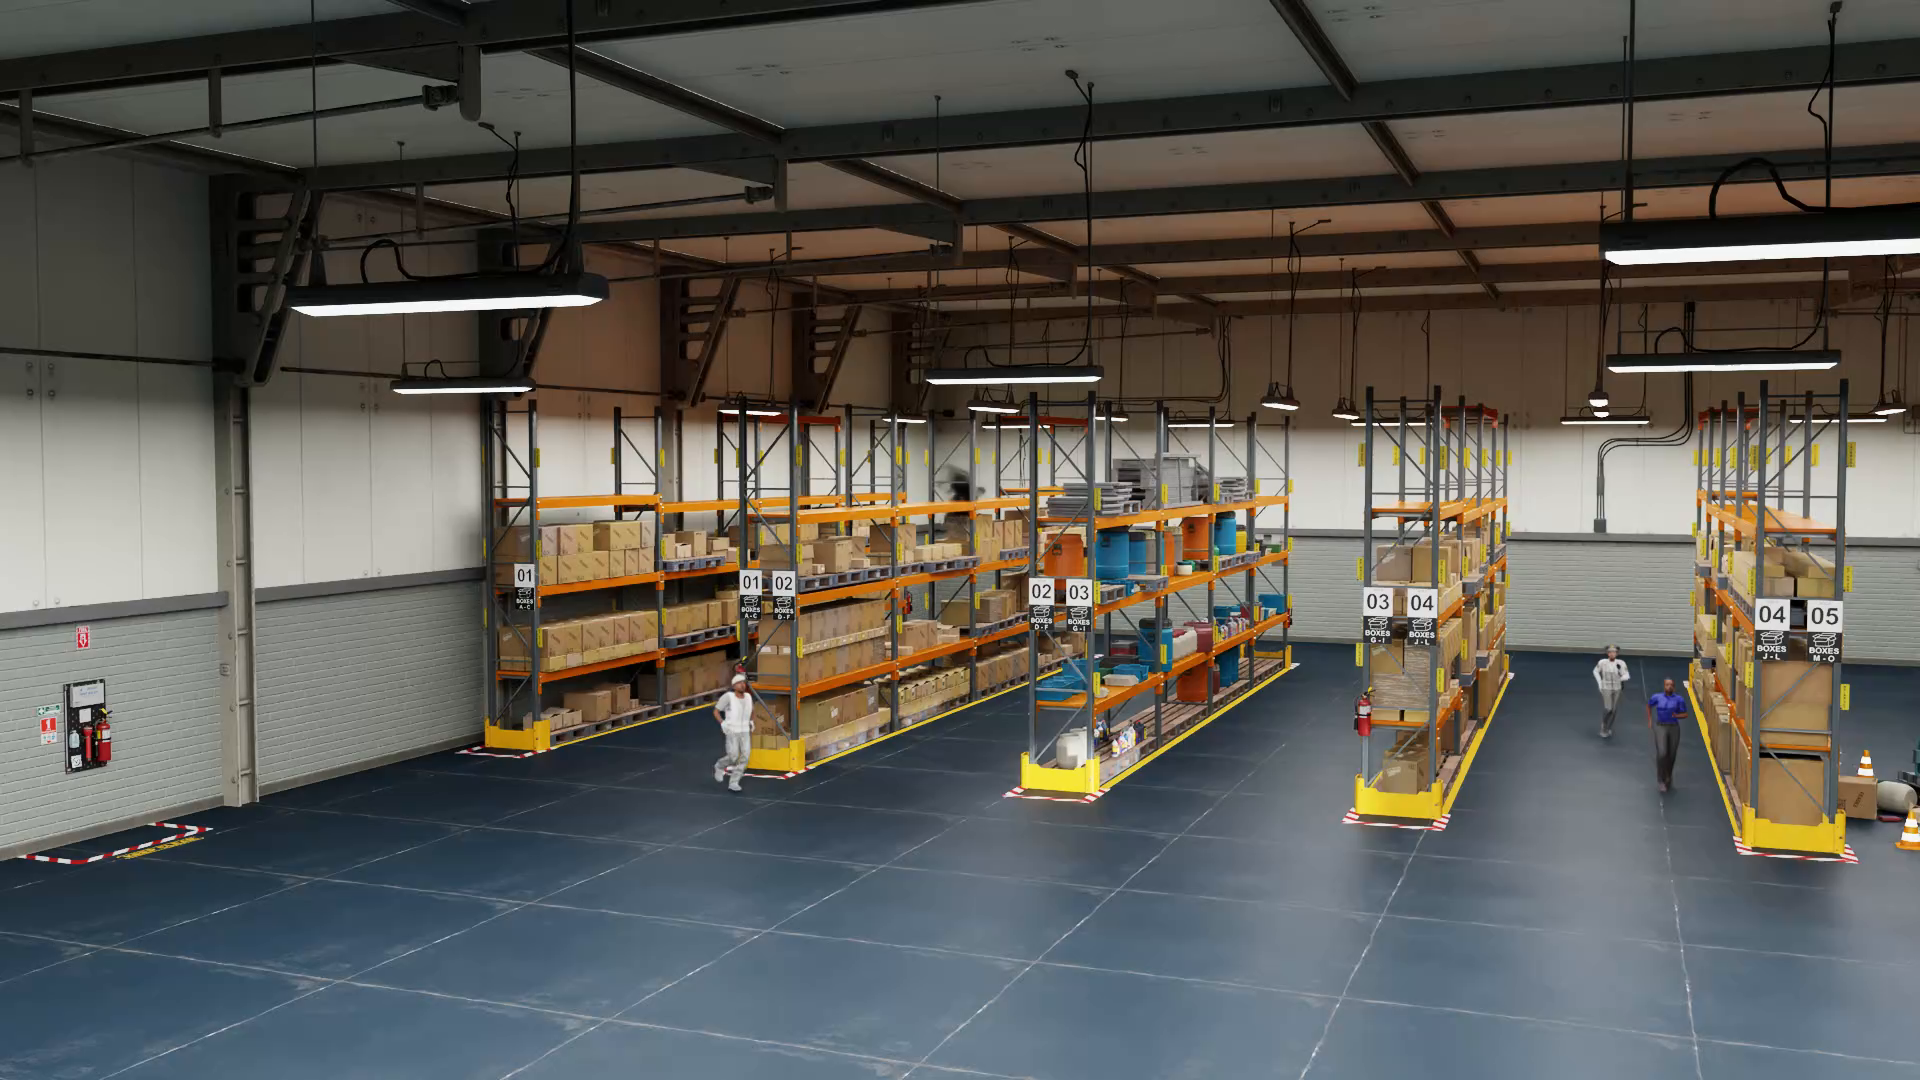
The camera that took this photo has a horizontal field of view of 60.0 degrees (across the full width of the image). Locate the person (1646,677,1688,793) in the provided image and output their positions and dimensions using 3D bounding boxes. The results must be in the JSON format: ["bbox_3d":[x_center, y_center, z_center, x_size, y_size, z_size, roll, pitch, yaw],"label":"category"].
[{"bbox_3d":[10.695,2.933,25.156,0.547,1.718,0.777,1,3,13],"label":"person"}]

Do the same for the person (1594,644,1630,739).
[{"bbox_3d":[11.646,2.705,29.685,0.584,1.710,0.667,1,3,14],"label":"person"}]

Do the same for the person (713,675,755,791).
[{"bbox_3d":[-3.394,2.898,25.183,0.715,1.729,0.579,-2,4,-39],"label":"person"}]
